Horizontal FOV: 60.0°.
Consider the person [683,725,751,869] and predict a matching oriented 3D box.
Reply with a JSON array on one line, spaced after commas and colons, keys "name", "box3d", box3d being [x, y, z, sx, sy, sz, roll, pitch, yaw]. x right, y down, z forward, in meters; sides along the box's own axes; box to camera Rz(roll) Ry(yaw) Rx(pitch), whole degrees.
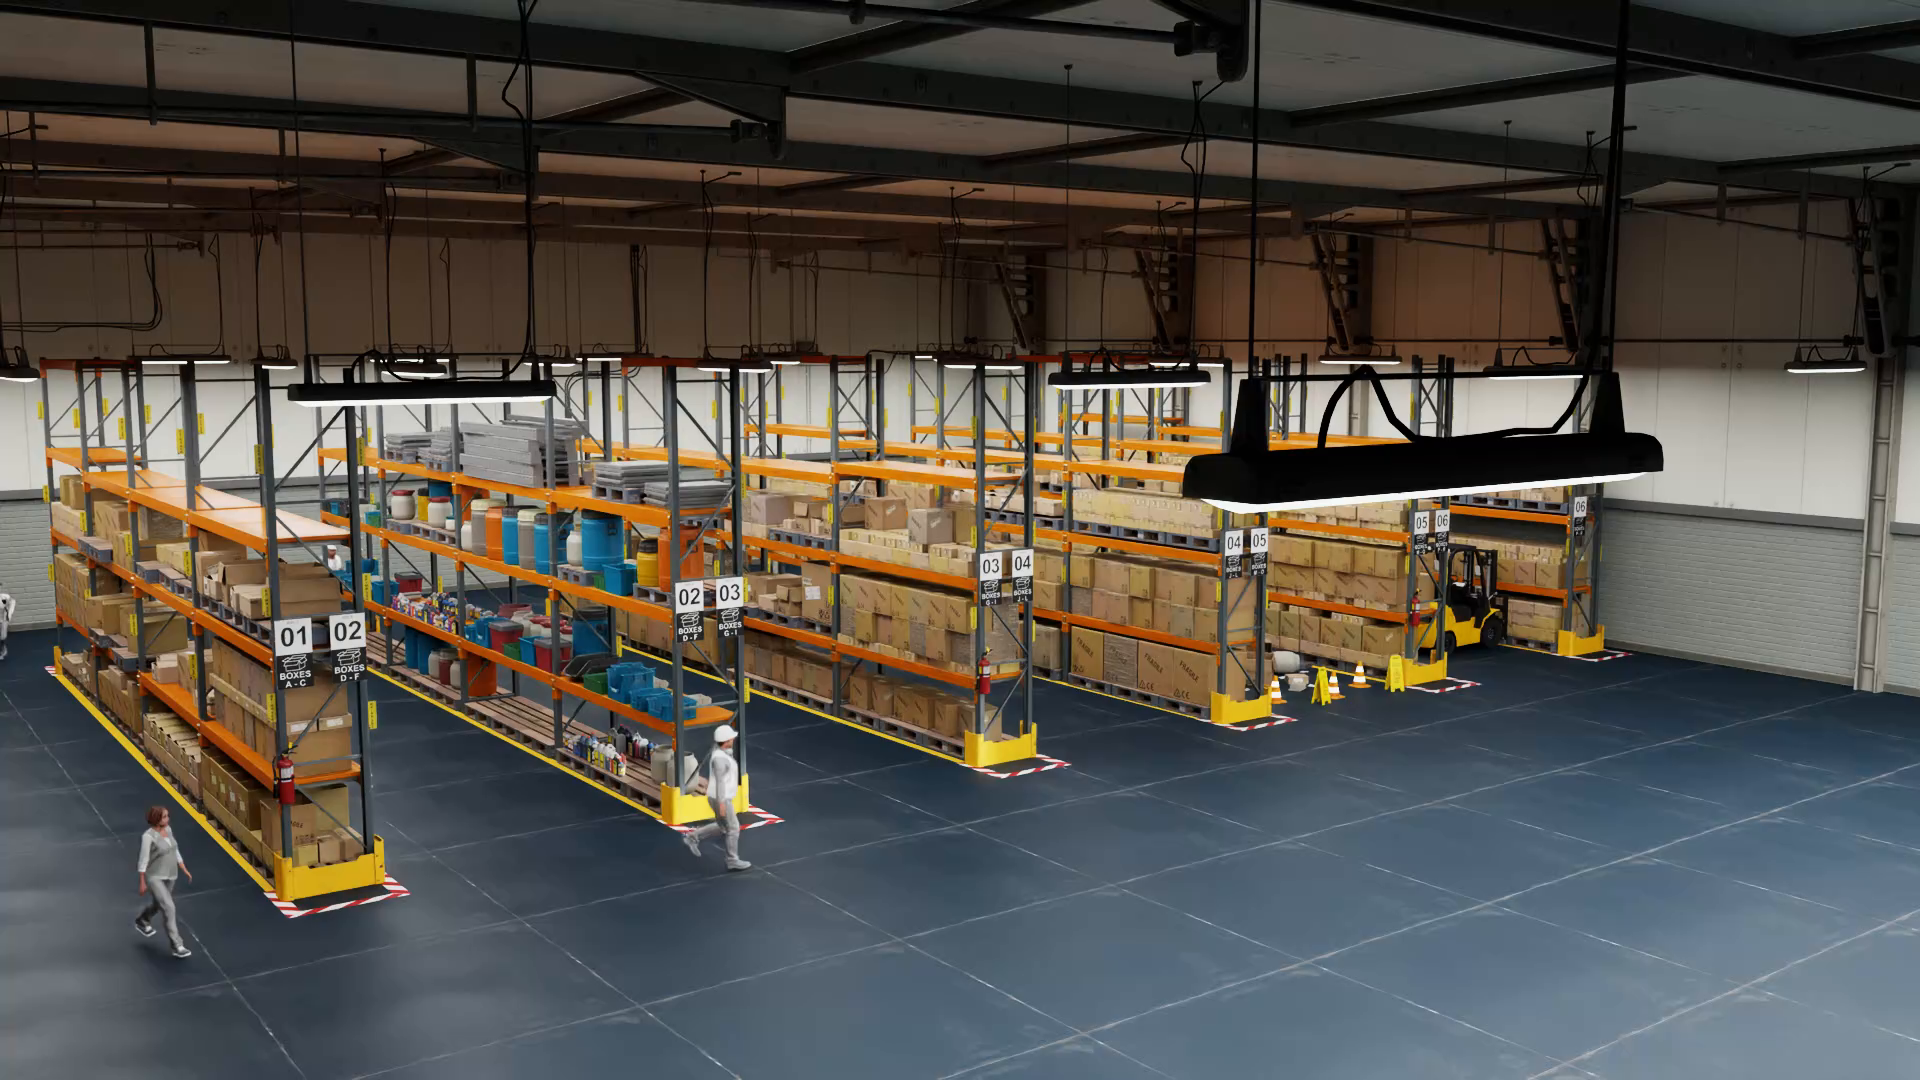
[{"name": "person", "box3d": [-2.929, 3.069, 19.975, 0.855, 1.745, 0.536, 0, 7, 3]}]

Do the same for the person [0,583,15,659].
[{"name": "person", "box3d": [-19.022, 1.599, 32.897, 0.595, 1.597, 0.700, -3, 8, -24]}]

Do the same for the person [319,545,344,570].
[{"name": "person", "box3d": [-14.194, 0.937, 37.623, 1.126, 1.718, 0.576, 4, 8, 28]}]

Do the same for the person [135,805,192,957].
[{"name": "person", "box3d": [-8.292, 3.536, 17.238, 1.003, 1.431, 0.485, 3, 8, 27]}]

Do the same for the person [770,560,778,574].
[{"name": "person", "box3d": [-4.866, 0.196, 43.782, 0.527, 1.734, 0.840, 3, 7, 22]}]
